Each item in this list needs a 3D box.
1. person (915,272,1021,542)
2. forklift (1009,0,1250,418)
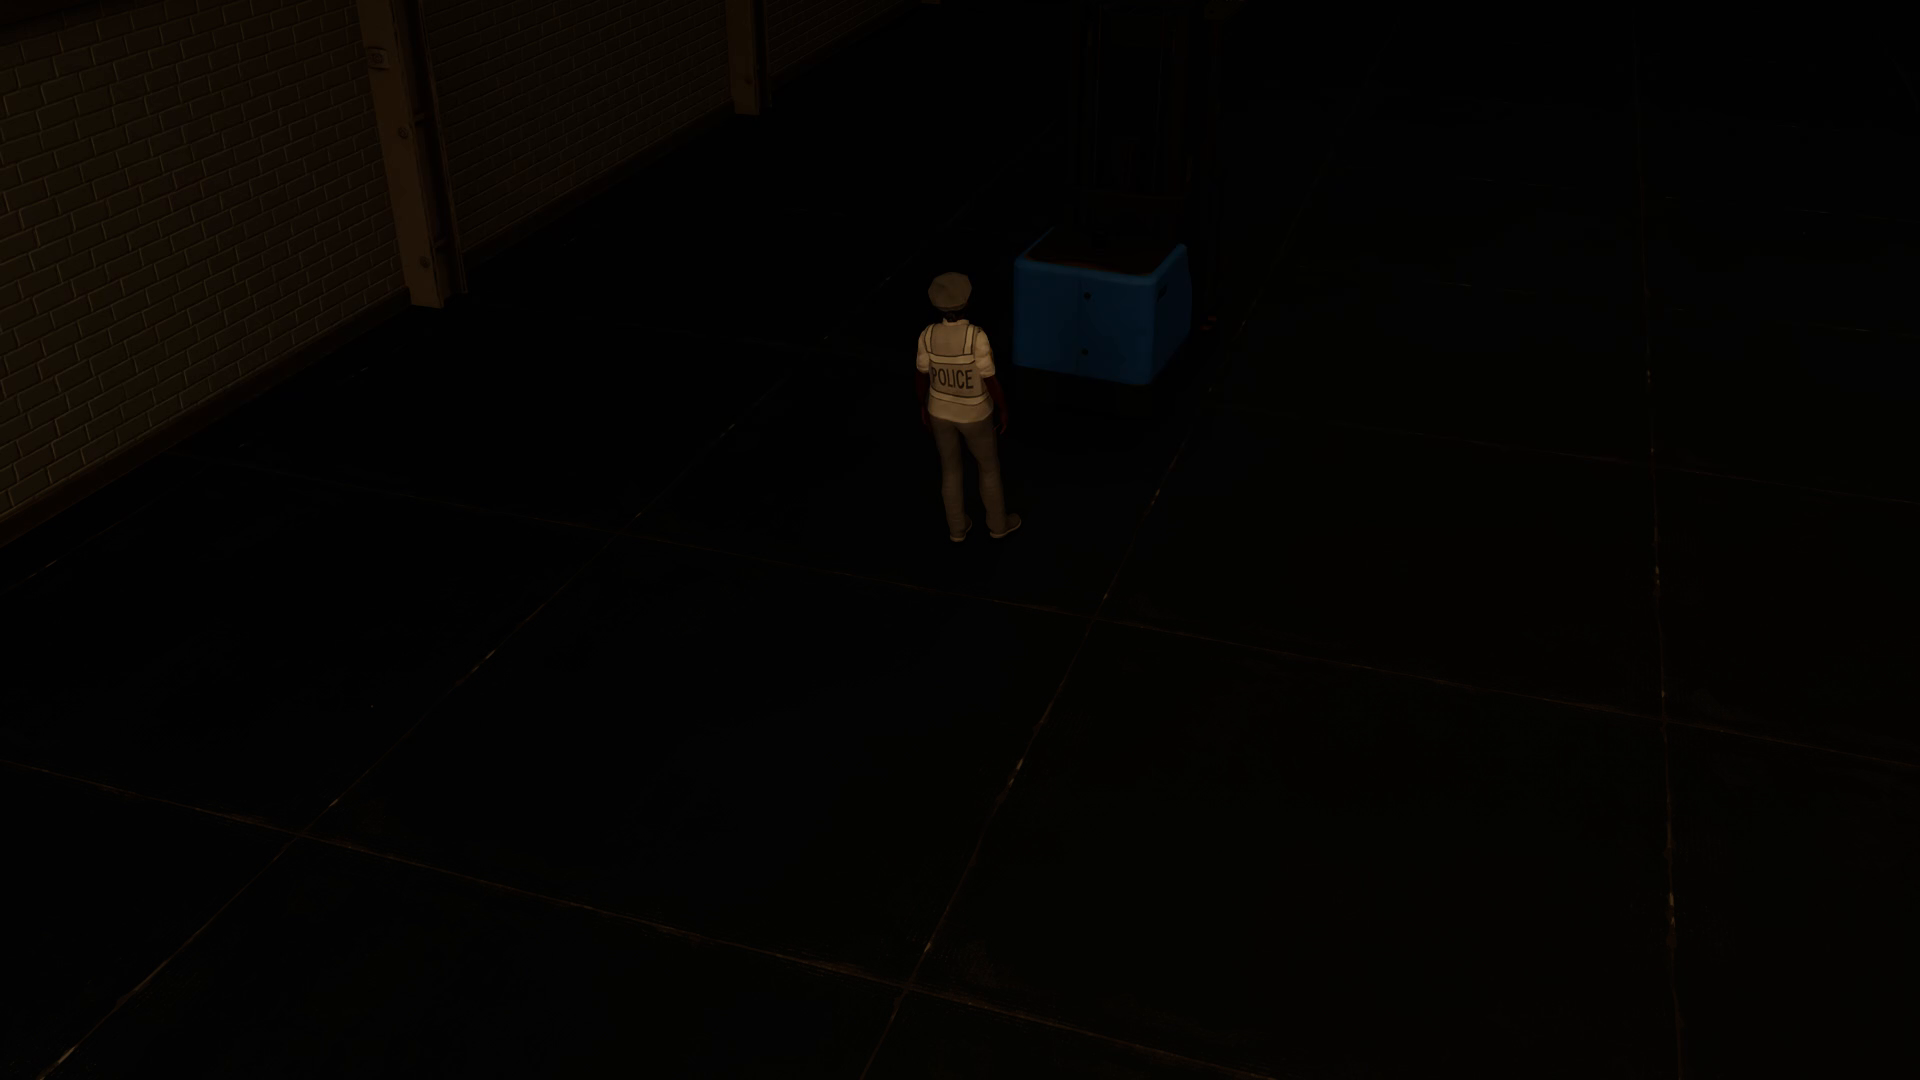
[{"bbox_3d":[0.043,-0.775,9.729,0.570,1.697,0.528,10,31,16],"label":"person"},{"bbox_3d":[1.382,-2.821,12.084,1.130,2.935,3.031,12,32,20],"label":"forklift"}]
